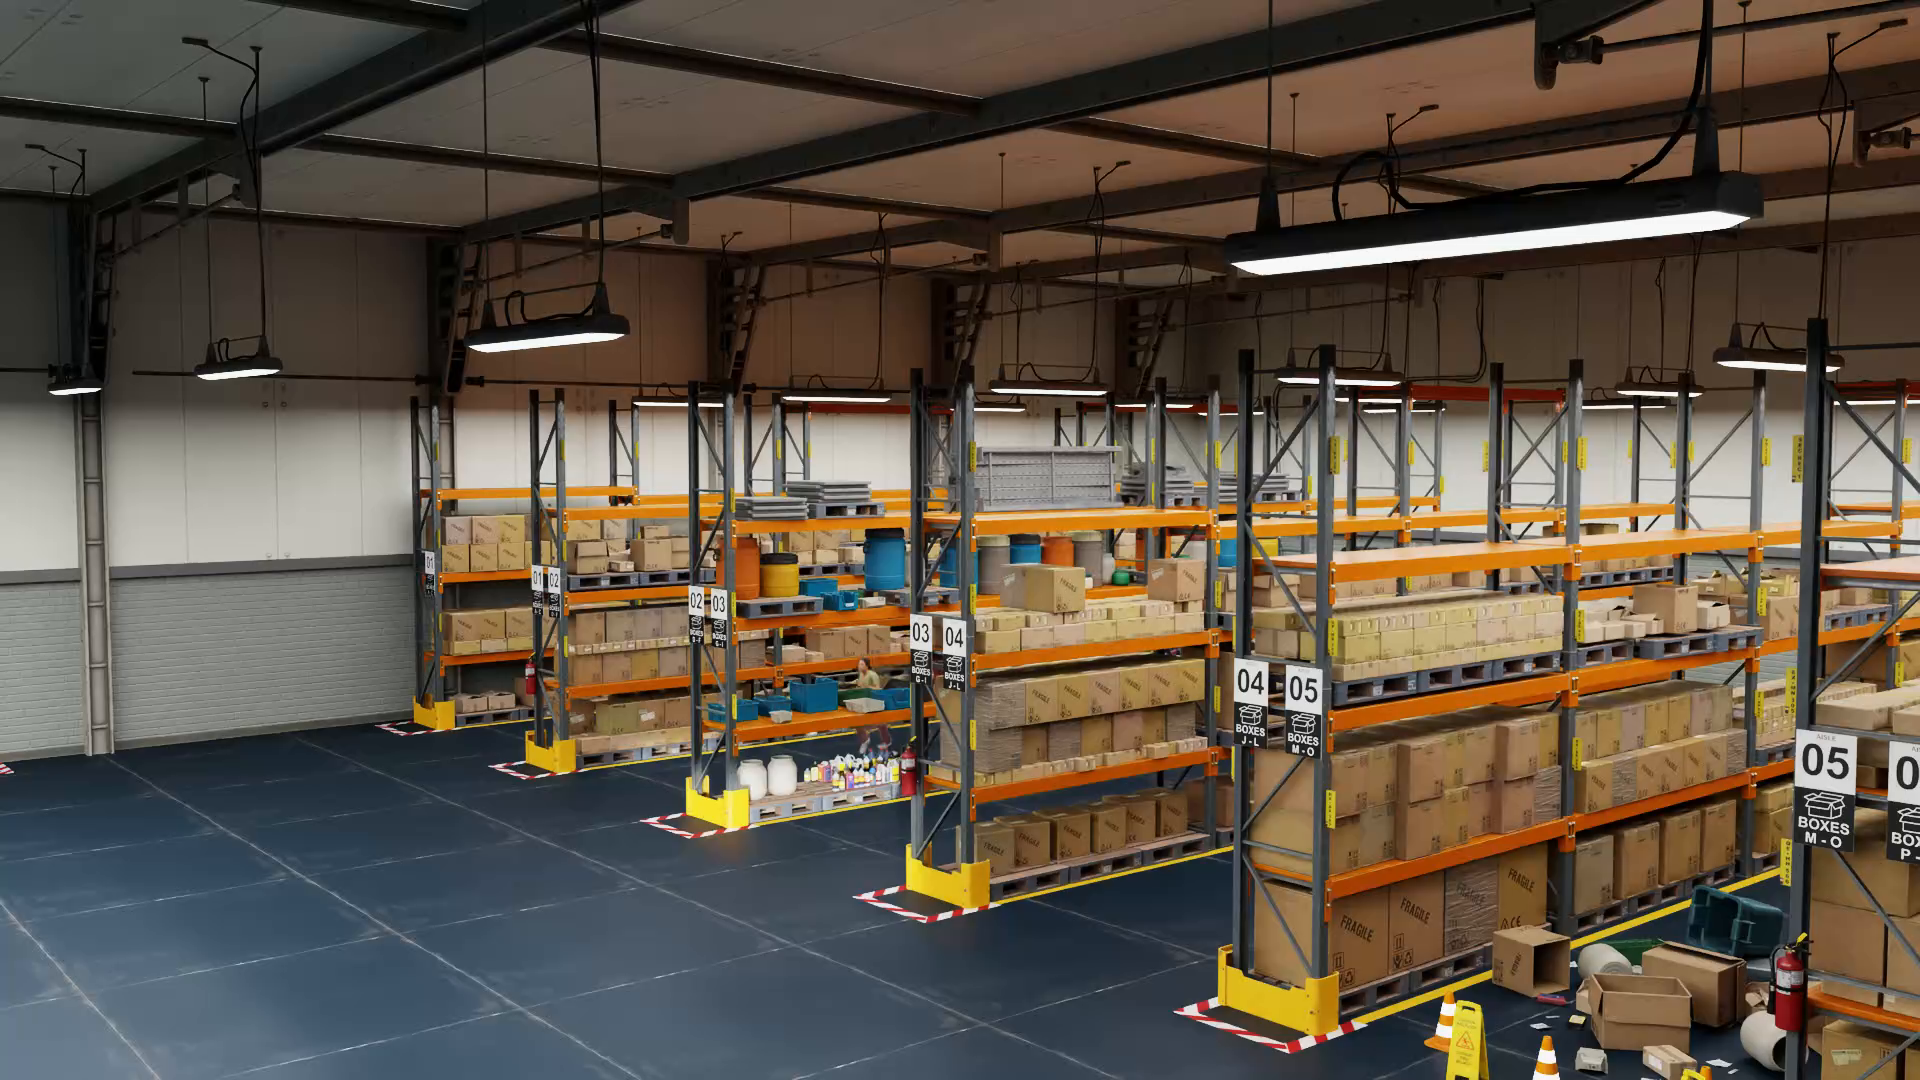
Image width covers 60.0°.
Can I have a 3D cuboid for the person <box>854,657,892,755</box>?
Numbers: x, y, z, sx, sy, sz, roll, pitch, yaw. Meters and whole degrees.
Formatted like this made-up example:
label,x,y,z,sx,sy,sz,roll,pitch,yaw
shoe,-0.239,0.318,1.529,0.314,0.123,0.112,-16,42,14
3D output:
label,x,y,z,sx,sy,sz,roll,pitch,yaw
person,-1.434,2.720,27.516,0.570,1.629,0.879,3,4,38
